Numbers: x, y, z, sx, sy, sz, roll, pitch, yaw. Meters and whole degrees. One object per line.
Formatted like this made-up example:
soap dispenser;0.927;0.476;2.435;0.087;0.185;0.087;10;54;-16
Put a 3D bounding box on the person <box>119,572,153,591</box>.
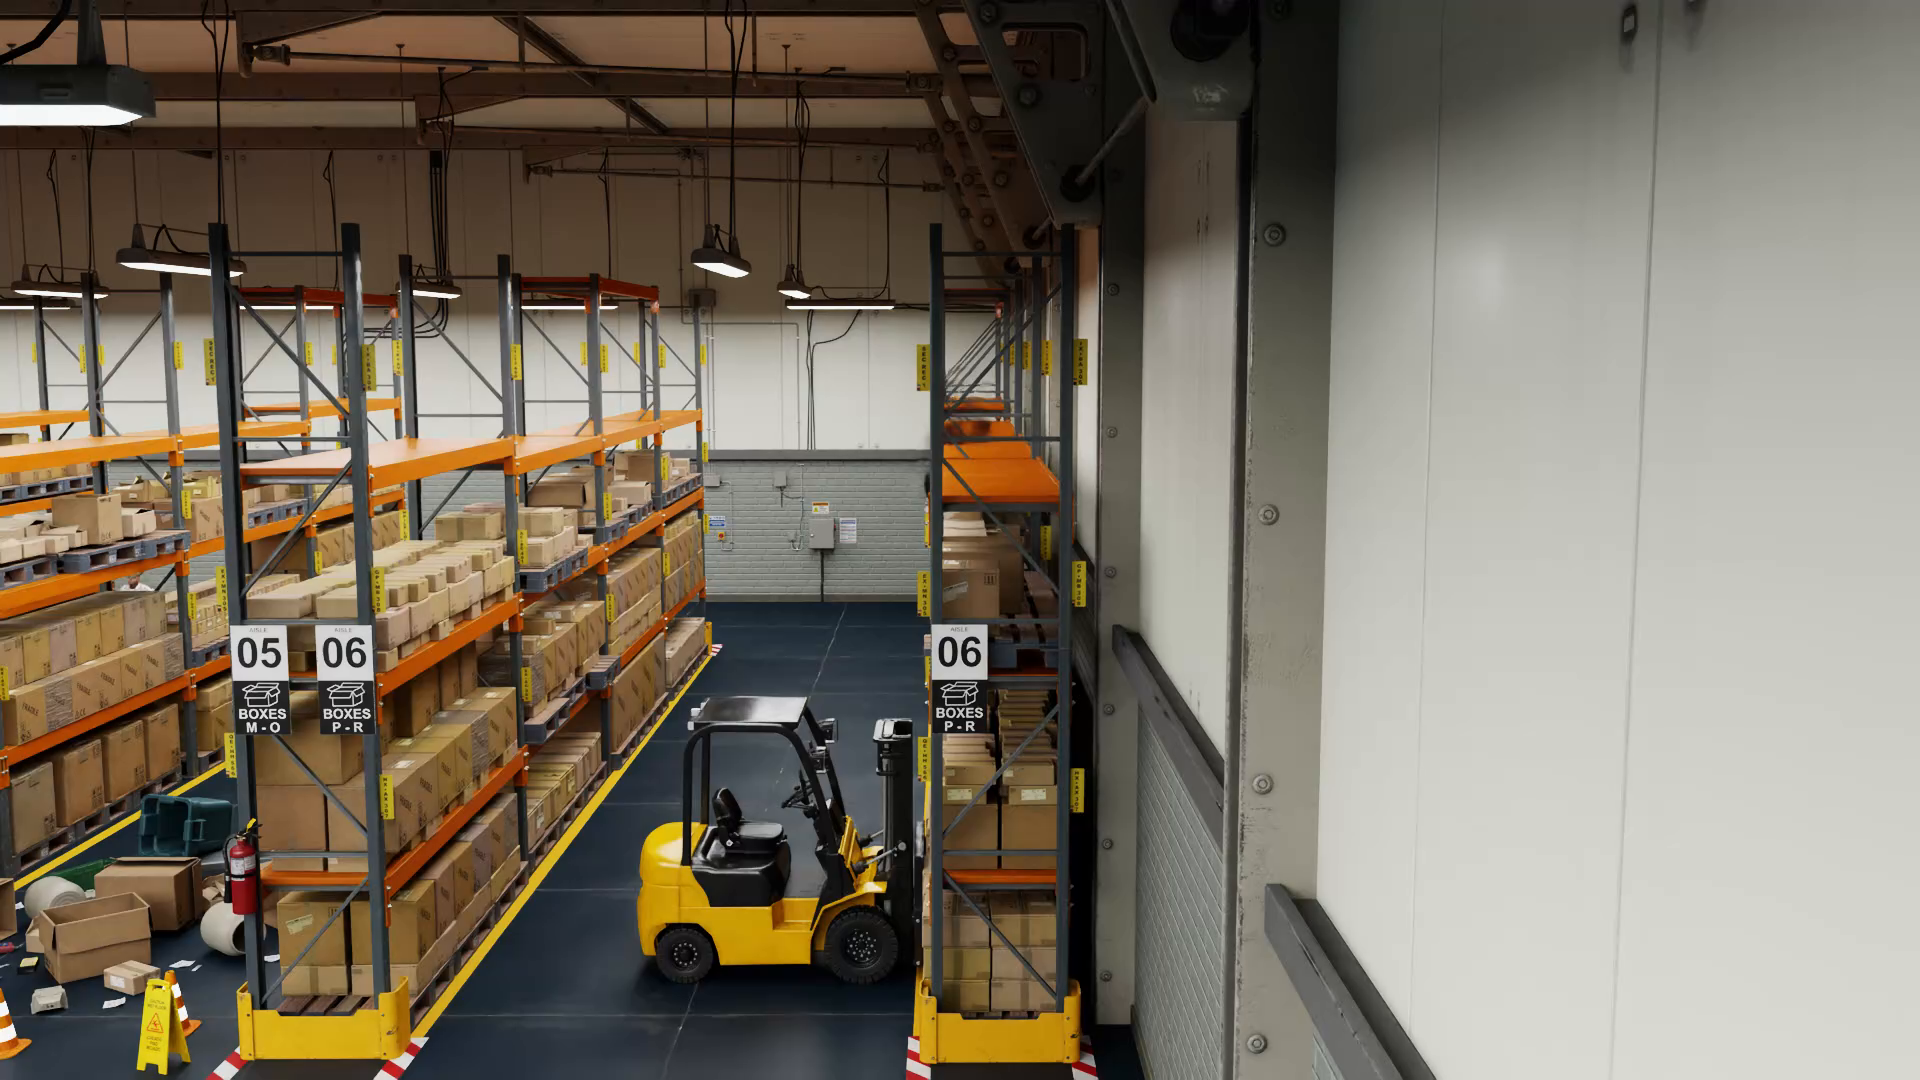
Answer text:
person;-12.897;1.285;26.024;0.676;1.740;0.615;-1;7;-7
